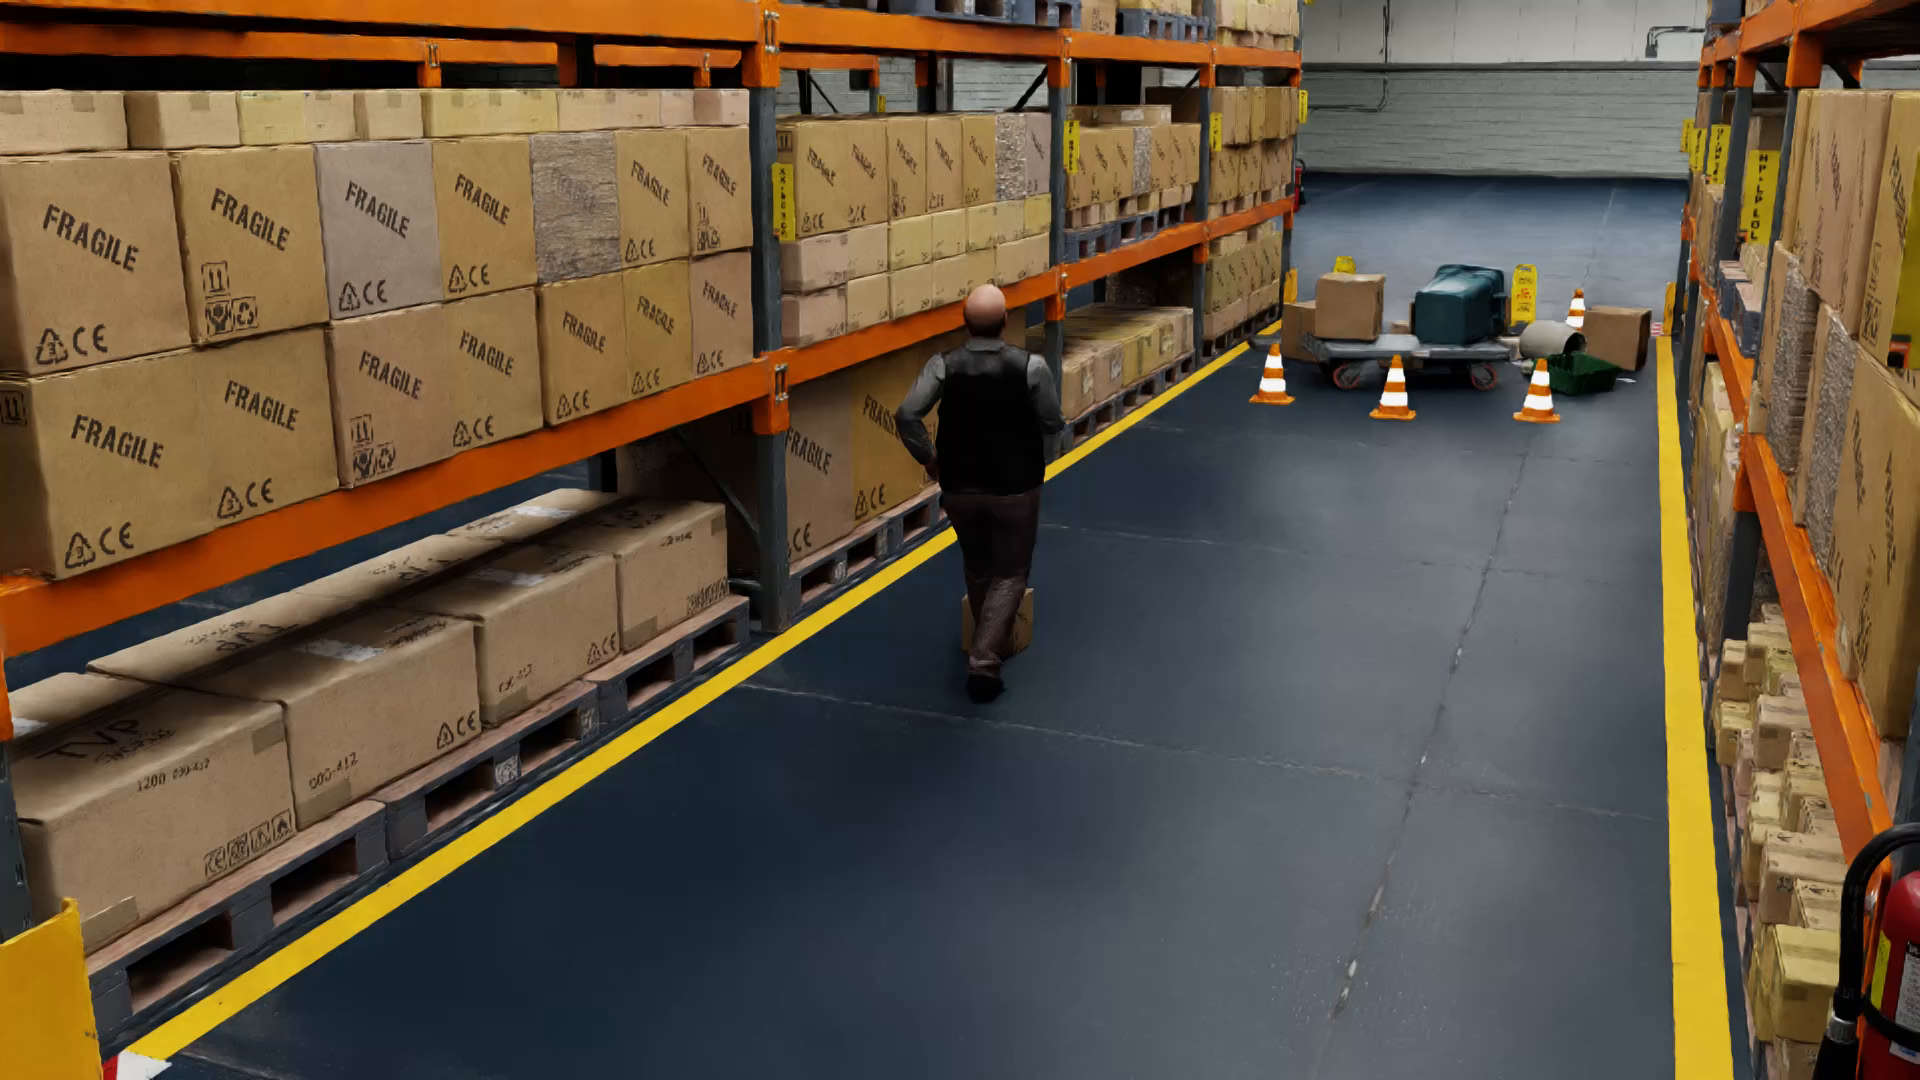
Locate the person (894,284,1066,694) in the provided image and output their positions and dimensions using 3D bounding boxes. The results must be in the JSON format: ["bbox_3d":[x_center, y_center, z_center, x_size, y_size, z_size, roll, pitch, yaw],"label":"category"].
[{"bbox_3d":[0.153,-0.229,6.928,0.618,1.702,0.843,5,16,18],"label":"person"}]
